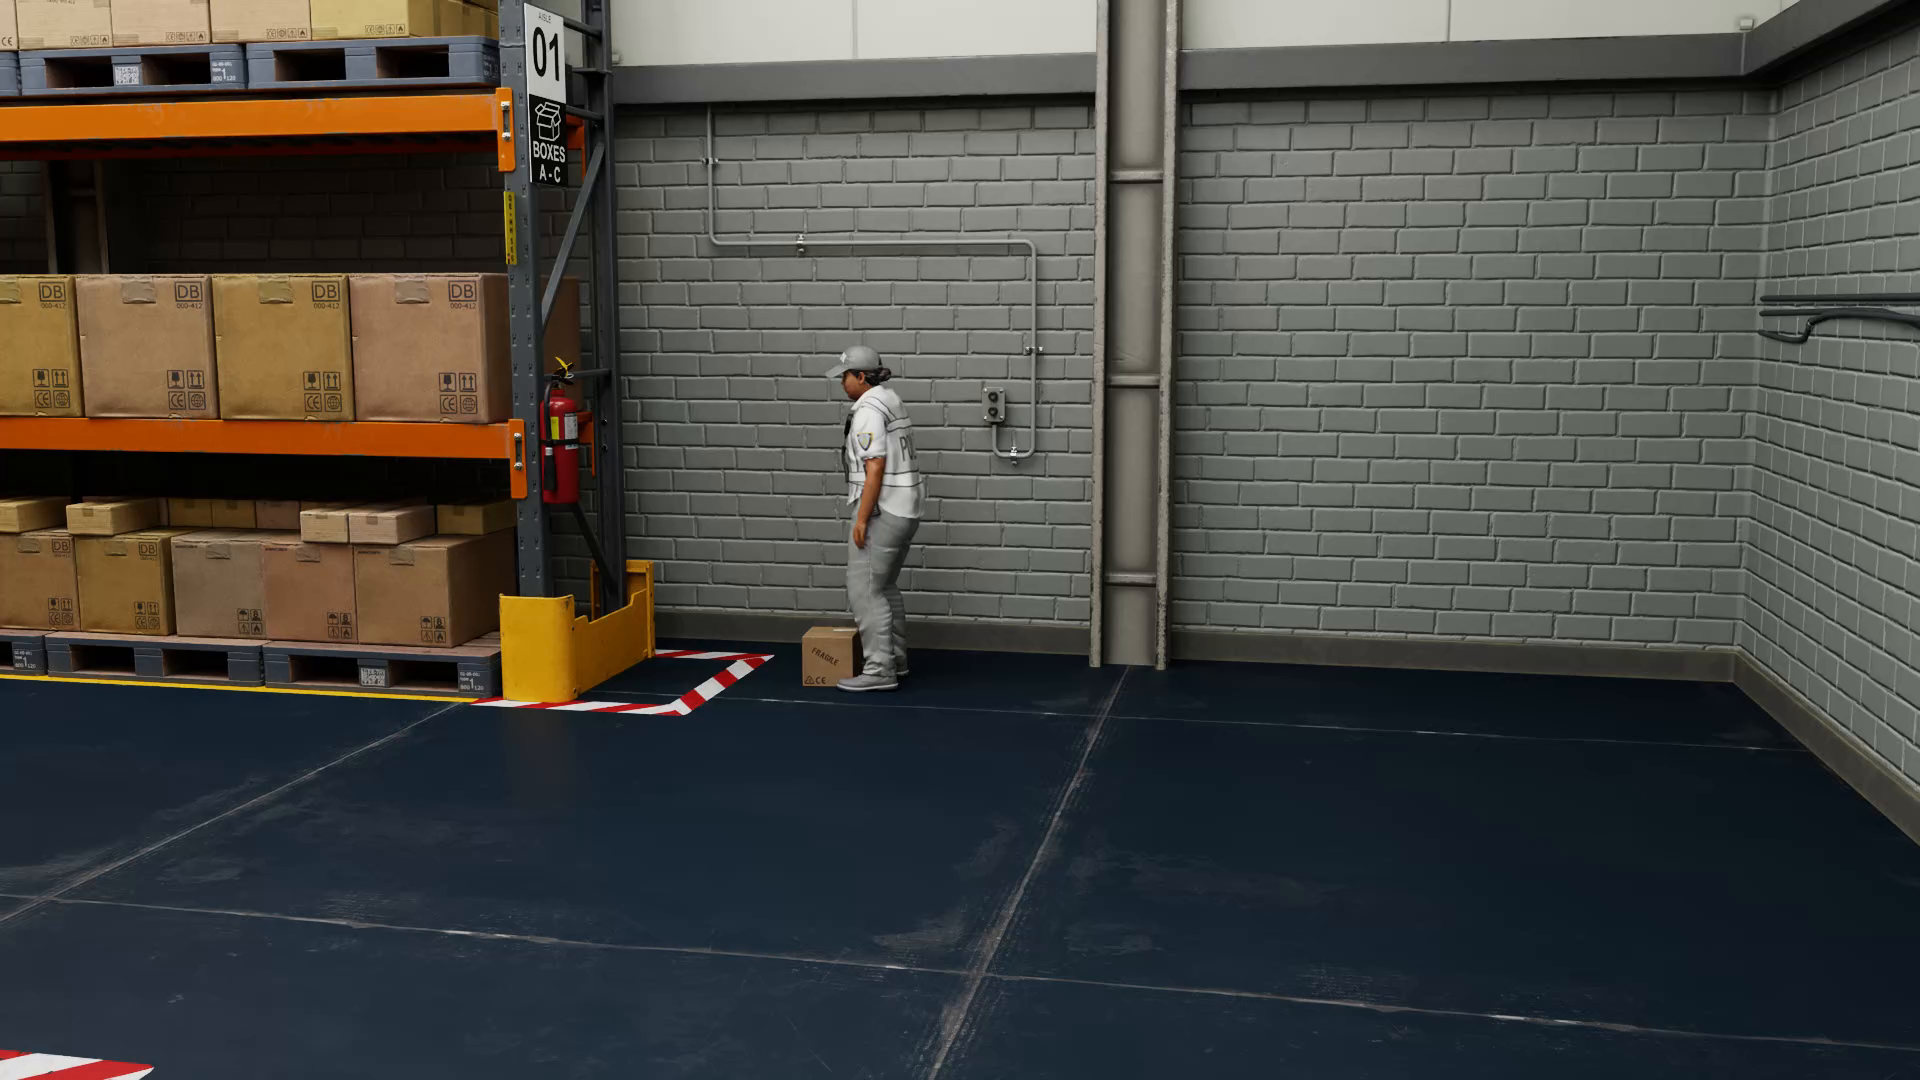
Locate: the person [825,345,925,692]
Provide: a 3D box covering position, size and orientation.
[{"bbox_3d":[-0.415,-0.115,8.111,0.470,1.665,0.537,2,8,11],"label":"person"}]
